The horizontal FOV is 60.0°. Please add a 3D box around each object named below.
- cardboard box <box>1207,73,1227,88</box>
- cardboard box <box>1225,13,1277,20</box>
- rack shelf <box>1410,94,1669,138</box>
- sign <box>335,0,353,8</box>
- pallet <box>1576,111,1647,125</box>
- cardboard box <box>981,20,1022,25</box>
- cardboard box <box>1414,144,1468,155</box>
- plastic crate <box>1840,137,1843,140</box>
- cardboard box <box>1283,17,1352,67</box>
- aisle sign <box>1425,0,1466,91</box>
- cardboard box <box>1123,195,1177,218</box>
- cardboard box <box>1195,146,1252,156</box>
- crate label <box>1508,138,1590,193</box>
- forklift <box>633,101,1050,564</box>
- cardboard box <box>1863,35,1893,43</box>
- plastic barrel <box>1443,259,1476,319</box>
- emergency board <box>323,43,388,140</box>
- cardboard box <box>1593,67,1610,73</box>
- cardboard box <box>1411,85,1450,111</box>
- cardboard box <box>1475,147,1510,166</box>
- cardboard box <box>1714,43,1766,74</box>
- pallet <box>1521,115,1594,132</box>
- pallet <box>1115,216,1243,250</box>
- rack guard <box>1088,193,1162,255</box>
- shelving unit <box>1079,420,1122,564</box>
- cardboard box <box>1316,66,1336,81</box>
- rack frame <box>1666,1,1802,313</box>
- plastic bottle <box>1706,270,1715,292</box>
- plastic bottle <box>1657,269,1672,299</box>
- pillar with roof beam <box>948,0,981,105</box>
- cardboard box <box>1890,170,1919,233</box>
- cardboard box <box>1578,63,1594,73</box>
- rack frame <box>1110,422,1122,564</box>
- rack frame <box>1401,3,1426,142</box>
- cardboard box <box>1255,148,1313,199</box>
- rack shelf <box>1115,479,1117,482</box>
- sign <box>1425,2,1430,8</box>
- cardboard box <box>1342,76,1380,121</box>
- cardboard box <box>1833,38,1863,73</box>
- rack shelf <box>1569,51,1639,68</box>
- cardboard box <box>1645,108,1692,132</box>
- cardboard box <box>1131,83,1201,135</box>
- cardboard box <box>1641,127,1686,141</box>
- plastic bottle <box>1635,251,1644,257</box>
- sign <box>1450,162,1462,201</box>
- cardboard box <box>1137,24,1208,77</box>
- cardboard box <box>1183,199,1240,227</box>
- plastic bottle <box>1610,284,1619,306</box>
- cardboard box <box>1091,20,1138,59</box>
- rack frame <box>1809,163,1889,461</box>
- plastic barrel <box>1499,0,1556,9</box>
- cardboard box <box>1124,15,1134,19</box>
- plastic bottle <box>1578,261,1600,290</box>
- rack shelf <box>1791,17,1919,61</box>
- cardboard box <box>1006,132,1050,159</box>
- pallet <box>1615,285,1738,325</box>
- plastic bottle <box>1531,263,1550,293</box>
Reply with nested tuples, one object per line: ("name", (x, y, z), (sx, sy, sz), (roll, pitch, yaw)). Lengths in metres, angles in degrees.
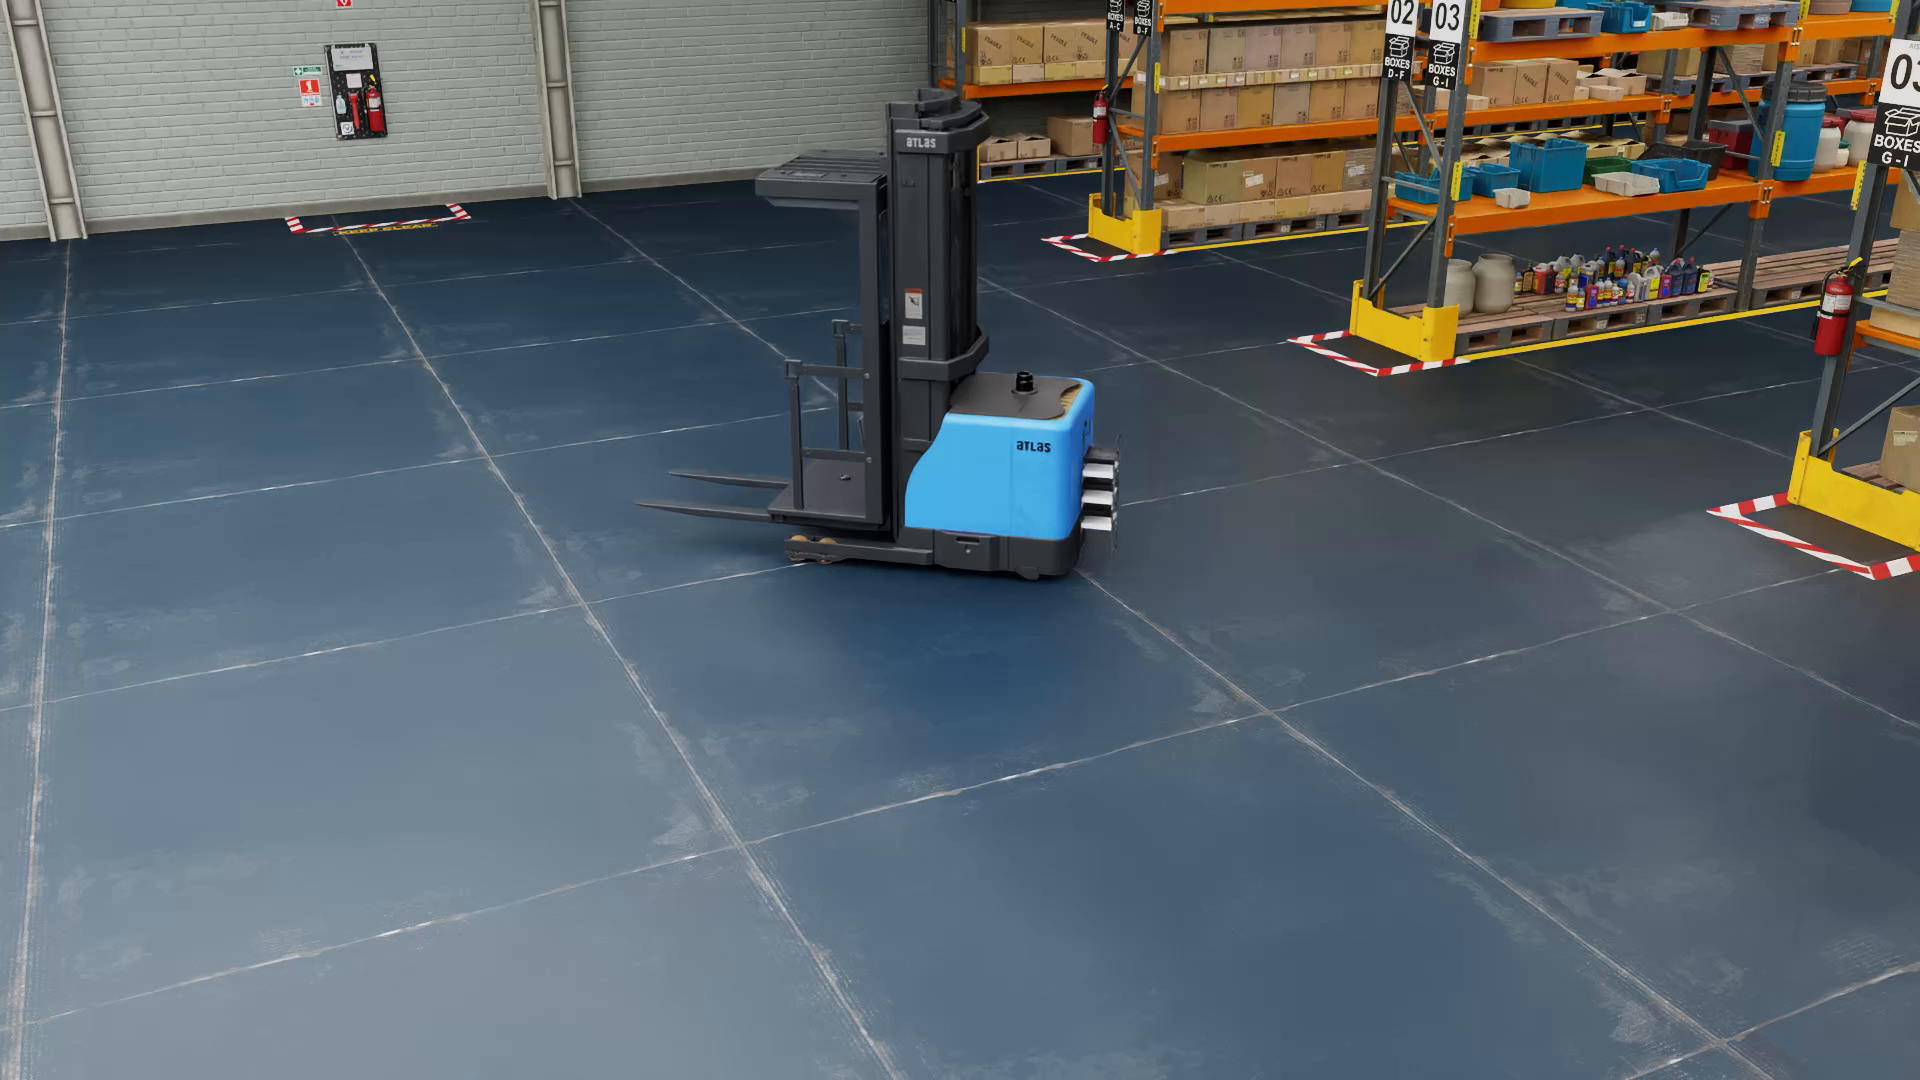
("cardboard box", (2.871, -5.330, 19.226), (0.250, 0.149, 0.380), (-10, 25, -23))
("cardboard box", (4.394, -7.690, 25.200), (0.500, 0.500, 0.700), (-8, 24, -18))
("rack shelf", (7.368, -5.571, 21.726), (4.000, 0.370, 1.077), (-10, 25, -24))
("sign", (-7.634, -6.741, 20.581), (0.199, 0.298, 0.001), (-10, 25, -24))
("pallet", (11.342, -7.416, 28.889), (1.213, 0.211, 1.003), (-10, 25, -24))
("cardboard box", (0.600, -7.132, 23.748), (0.500, 0.500, 0.500), (-10, 25, -23))
("cardboard box", (6.273, -5.008, 21.740), (0.500, 0.311, 0.500), (-10, 24, -22))
("plastic crate", (9.158, -4.152, 17.635), (0.662, 0.188, 0.450), (-10, 25, -24))
("cardboard box", (4.263, -5.974, 19.933), (0.500, 0.500, 0.700), (-10, 25, -24))
("aisle sign", (4.169, -4.288, 14.289), (0.004, 0.787, 0.394), (-10, 25, -24))
("cardboard box", (2.317, -4.022, 20.091), (0.500, 0.250, 0.500), (-10, 25, -24))
("cardboard box", (3.211, -4.540, 20.362), (0.500, 0.500, 0.500), (-10, 25, -24))
("crate label", (5.648, -3.615, 16.015), (0.616, 0.435, 0.502), (-10, 25, -24))
("forklift", (-0.716, -1.362, 10.790), (2.937, 2.867, 1.118), (5, 23, 13))
("cardboard box", (13.321, -7.388, 23.737), (0.500, 0.500, 0.500), (-10, 24, -22))
("plastic barrel", (4.667, -2.380, 15.782), (0.421, 0.512, 0.421), (0, 22, 0))
("emergency board", (-7.584, -5.636, 20.945), (0.643, 1.169, 0.194), (-10, 25, -24))
("cardboard box", (11.124, -8.077, 28.711), (0.250, 0.149, 0.380), (-11, 25, -24))
("cardboard box", (5.991, -5.599, 21.050), (0.500, 0.250, 0.500), (-9, 24, -20))
("cardboard box", (6.966, -4.904, 21.488), (0.500, 0.311, 0.500), (-11, 25, -25))
("cardboard box", (10.596, -6.704, 22.844), (0.500, 0.500, 0.700), (-6, 23, -14))
("pallet", (9.960, -7.162, 28.277), (1.213, 0.211, 1.003), (-10, 25, -24))
("pallet", (2.633, -3.761, 20.059), (1.213, 0.211, 1.003), (-10, 25, -24))
("rack guard", (1.940, -3.749, 19.653), (0.348, 0.500, 1.175), (-10, 25, -24))
("shelving unit", (0.913, -0.311, 10.825), (0.210, 0.900, 0.258), (5, 23, 13))
("cardboard box", (4.269, -5.588, 19.849), (0.250, 0.149, 0.380), (-10, 24, -22))
("rack frame", (7.711, -3.864, 16.662), (0.127, 3.000, 1.000), (-10, 25, -24))
("plastic bottle", (7.519, -2.606, 16.708), (0.097, 0.201, 0.097), (0, 22, 0))
("plastic bottle", (6.954, -2.532, 16.422), (0.133, 0.283, 0.061), (-9, 24, -20))
("pillar with roof beam", (1.933, -8.317, 19.576), (0.400, 9.000, 9.100), (-10, 25, -24))
("cardboard box", (6.643, -2.315, 11.094), (0.500, 0.500, 0.500), (-10, 25, -24))
("cardboard box", (10.093, -7.653, 28.078), (0.750, 0.750, 0.750), (-10, 25, -23))
("rack frame", (1.012, -0.302, 10.803), (0.006, 0.900, 0.240), (5, 23, 13))
("rack frame", (7.018, -7.941, 26.513), (0.127, 3.000, 1.000), (-10, 25, -24))
("cardboard box", (3.894, -4.438, 20.115), (0.500, 0.500, 0.500), (-10, 25, -24))
("rack shelf", (0.913, -0.377, 10.798), (0.184, 0.015, 0.199), (5, 23, 13))
("sign", (7.262, -8.254, 25.859), (0.005, 0.325, 0.100), (-10, 25, -24))
("cardboard box", (4.696, -5.452, 20.368), (0.500, 0.500, 0.700), (-11, 25, -24))
("cardboard box", (13.114, -7.116, 24.388), (0.500, 0.500, 0.500), (-10, 25, -23))
("rack shelf", (12.425, -8.604, 29.055), (4.000, 0.370, 1.077), (-10, 25, -24))
("cardboard box", (9.960, -5.876, 23.237), (0.500, 0.250, 0.500), (-9, 24, -22))
("cardboard box", (2.388, -5.027, 19.342), (0.500, 0.500, 0.700), (-10, 25, -24))
("cardboard box", (9.911, -5.519, 23.354), (0.500, 0.500, 0.500), (-9, 24, -22))
("plastic bottle", (6.954, -2.844, 17.184), (0.135, 0.276, 0.152), (-9, 24, -22))
("sign", (4.341, -3.138, 14.546), (0.005, 0.325, 0.100), (-10, 25, -24))
("cardboard box", (2.436, -5.635, 19.115), (0.500, 0.500, 0.700), (-10, 25, -23))
("cardboard box", (2.990, -3.928, 19.863), (0.500, 0.250, 0.500), (-10, 25, -24))
("plastic bottle", (6.364, -2.394, 16.194), (0.097, 0.201, 0.097), (0, 22, 0))
("cardboard box", (2.217, -7.215, 23.947), (0.500, 0.500, 0.500), (-11, 25, -25))
("rack frame", (6.255, -1.493, 10.935), (0.127, 3.000, 1.000), (-10, 25, -24))
("plastic barrel", (5.079, -5.100, 14.931), (0.600, 0.588, 0.600), (0, 22, 0))
("cardboard box", (2.432, -7.474, 24.573), (0.500, 0.500, 0.500), (-11, 25, -24))
("plastic bottle", (6.337, -2.669, 16.761), (0.135, 0.276, 0.152), (-10, 25, -24))
("rack shelf", (9.513, -5.249, 17.027), (4.000, 0.370, 1.077), (-10, 25, -24))
("cardboard box", (0.986, -5.754, 24.168), (0.500, 0.311, 0.500), (-8, 24, -19))
("pallet", (7.088, -2.478, 16.961), (1.213, 0.211, 1.003), (-10, 25, -24))
("plastic bottle", (5.810, -2.633, 16.675), (0.135, 0.276, 0.152), (-10, 25, -23))
